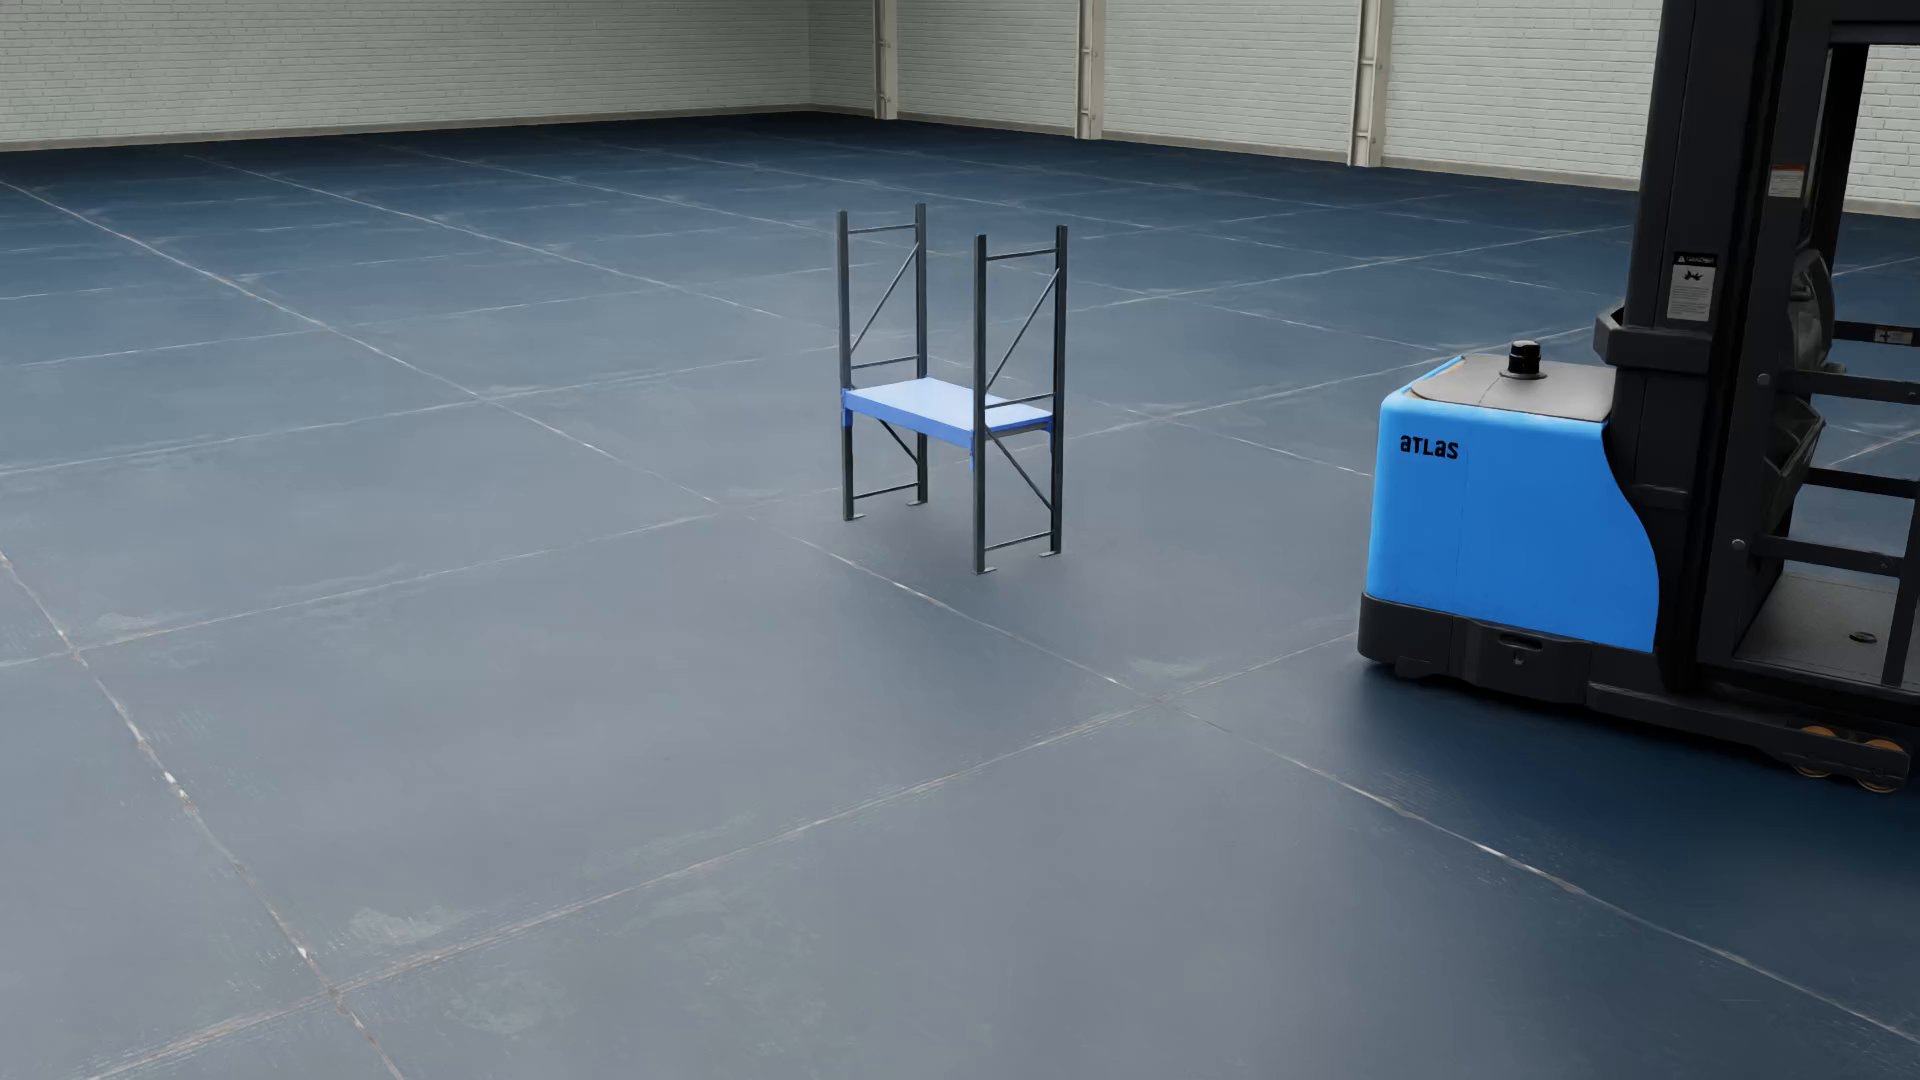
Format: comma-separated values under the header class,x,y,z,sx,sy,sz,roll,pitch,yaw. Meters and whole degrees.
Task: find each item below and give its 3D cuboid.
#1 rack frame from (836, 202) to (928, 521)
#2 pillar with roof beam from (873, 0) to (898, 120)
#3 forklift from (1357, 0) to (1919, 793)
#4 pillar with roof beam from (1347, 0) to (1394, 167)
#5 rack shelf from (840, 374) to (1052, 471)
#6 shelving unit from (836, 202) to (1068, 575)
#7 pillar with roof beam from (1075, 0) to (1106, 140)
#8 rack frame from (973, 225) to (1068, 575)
class,x,y,z,sx,sy,sz,roll,pitch,yaw
rack frame,-0.369,-0.858,8.068,0.500,1.500,0.032,-14,23,-36
pillar with roof beam,-4.858,-11.914,29.526,9.100,9.000,0.400,-14,23,-36
forklift,3.030,-0.763,5.504,3.031,2.935,1.130,12,22,32
pillar with roof beam,2.592,-8.957,20.597,9.100,9.000,0.400,-14,23,-36
rack shelf,-0.053,-0.562,7.747,0.538,0.185,1.000,-14,23,-36
shelving unit,-0.053,-0.733,7.690,0.538,1.500,1.048,-14,23,-36
pillar with roof beam,-1.133,-10.435,25.062,9.100,9.000,0.400,-14,23,-36
rack frame,0.263,-0.608,7.312,0.500,1.500,0.032,-14,23,-36
